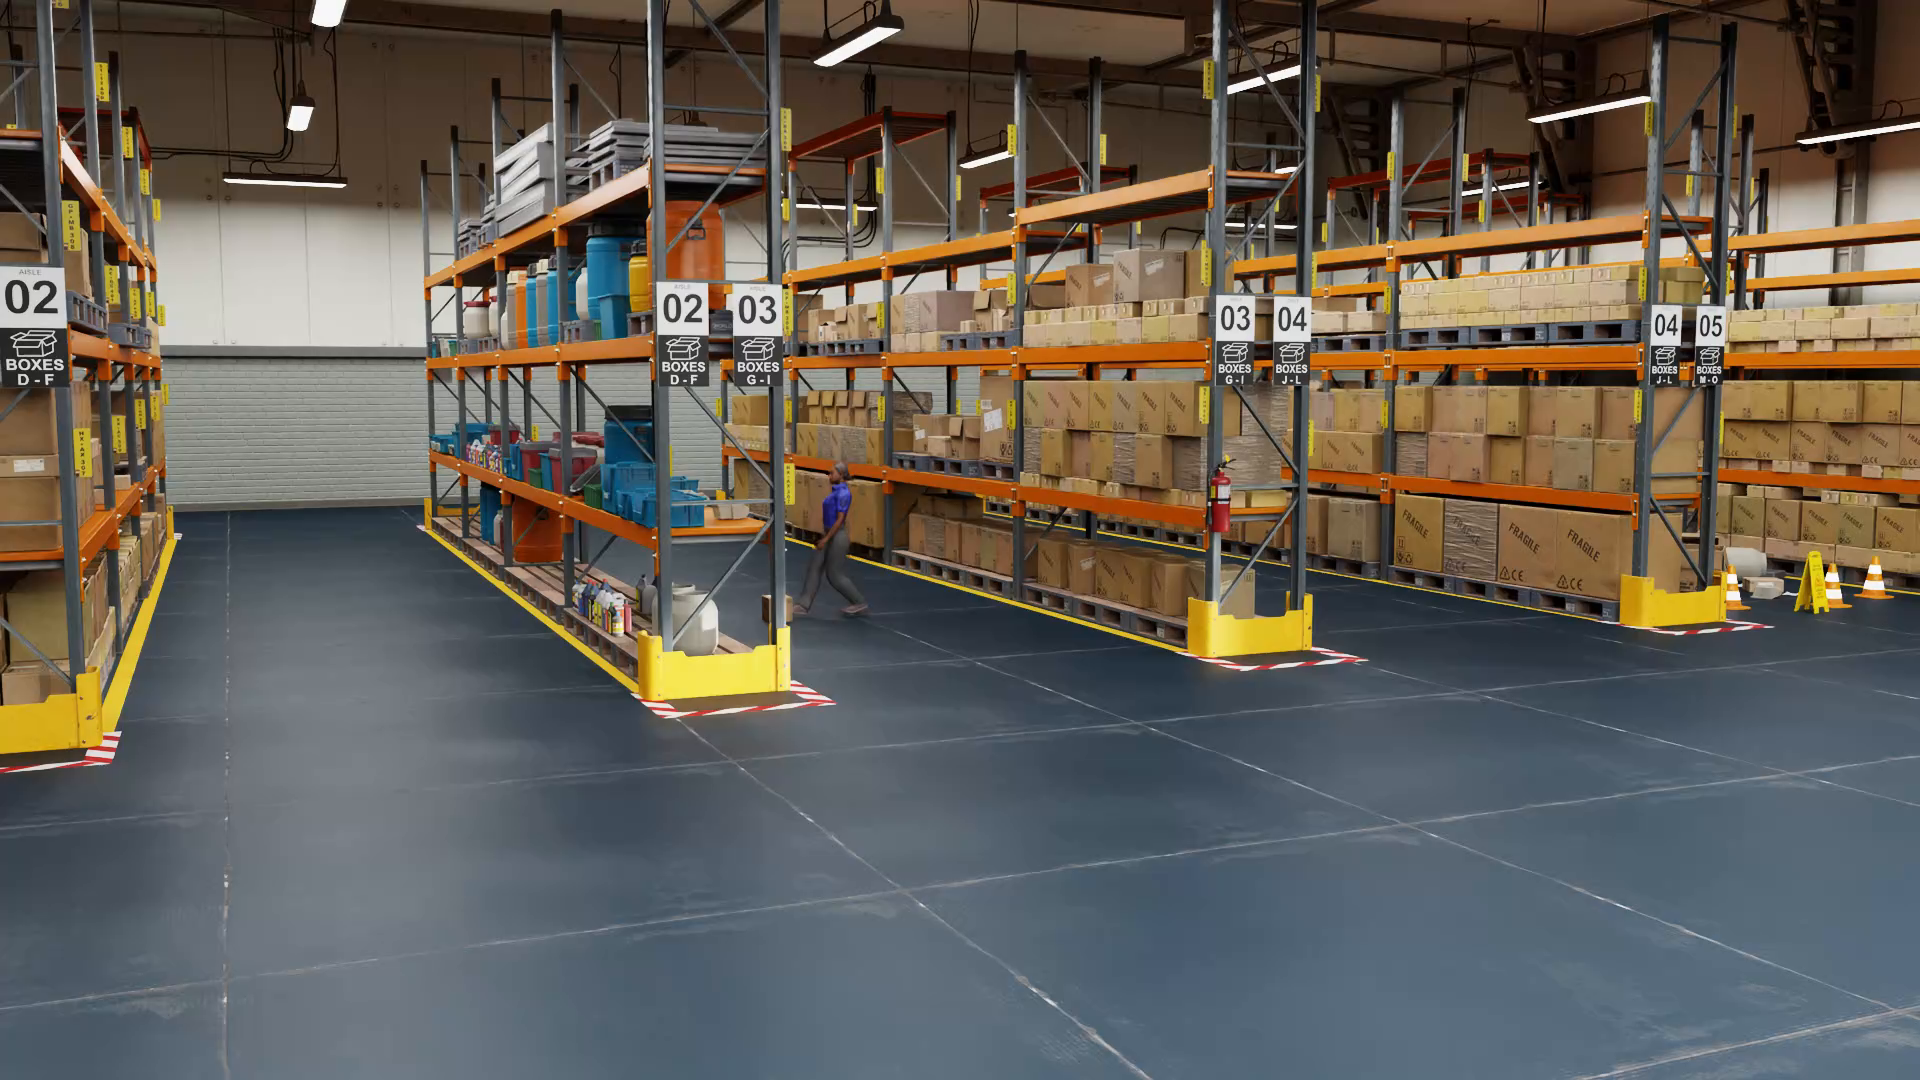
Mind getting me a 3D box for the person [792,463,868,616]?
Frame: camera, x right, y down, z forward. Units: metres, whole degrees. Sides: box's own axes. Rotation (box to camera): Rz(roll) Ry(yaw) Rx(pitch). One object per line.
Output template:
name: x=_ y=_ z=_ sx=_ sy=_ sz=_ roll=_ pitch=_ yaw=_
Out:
person: x=-1.404 y=-0.001 z=17.179 sx=0.903 sy=1.583 sz=0.496 roll=-2 pitch=6 yaw=-20
